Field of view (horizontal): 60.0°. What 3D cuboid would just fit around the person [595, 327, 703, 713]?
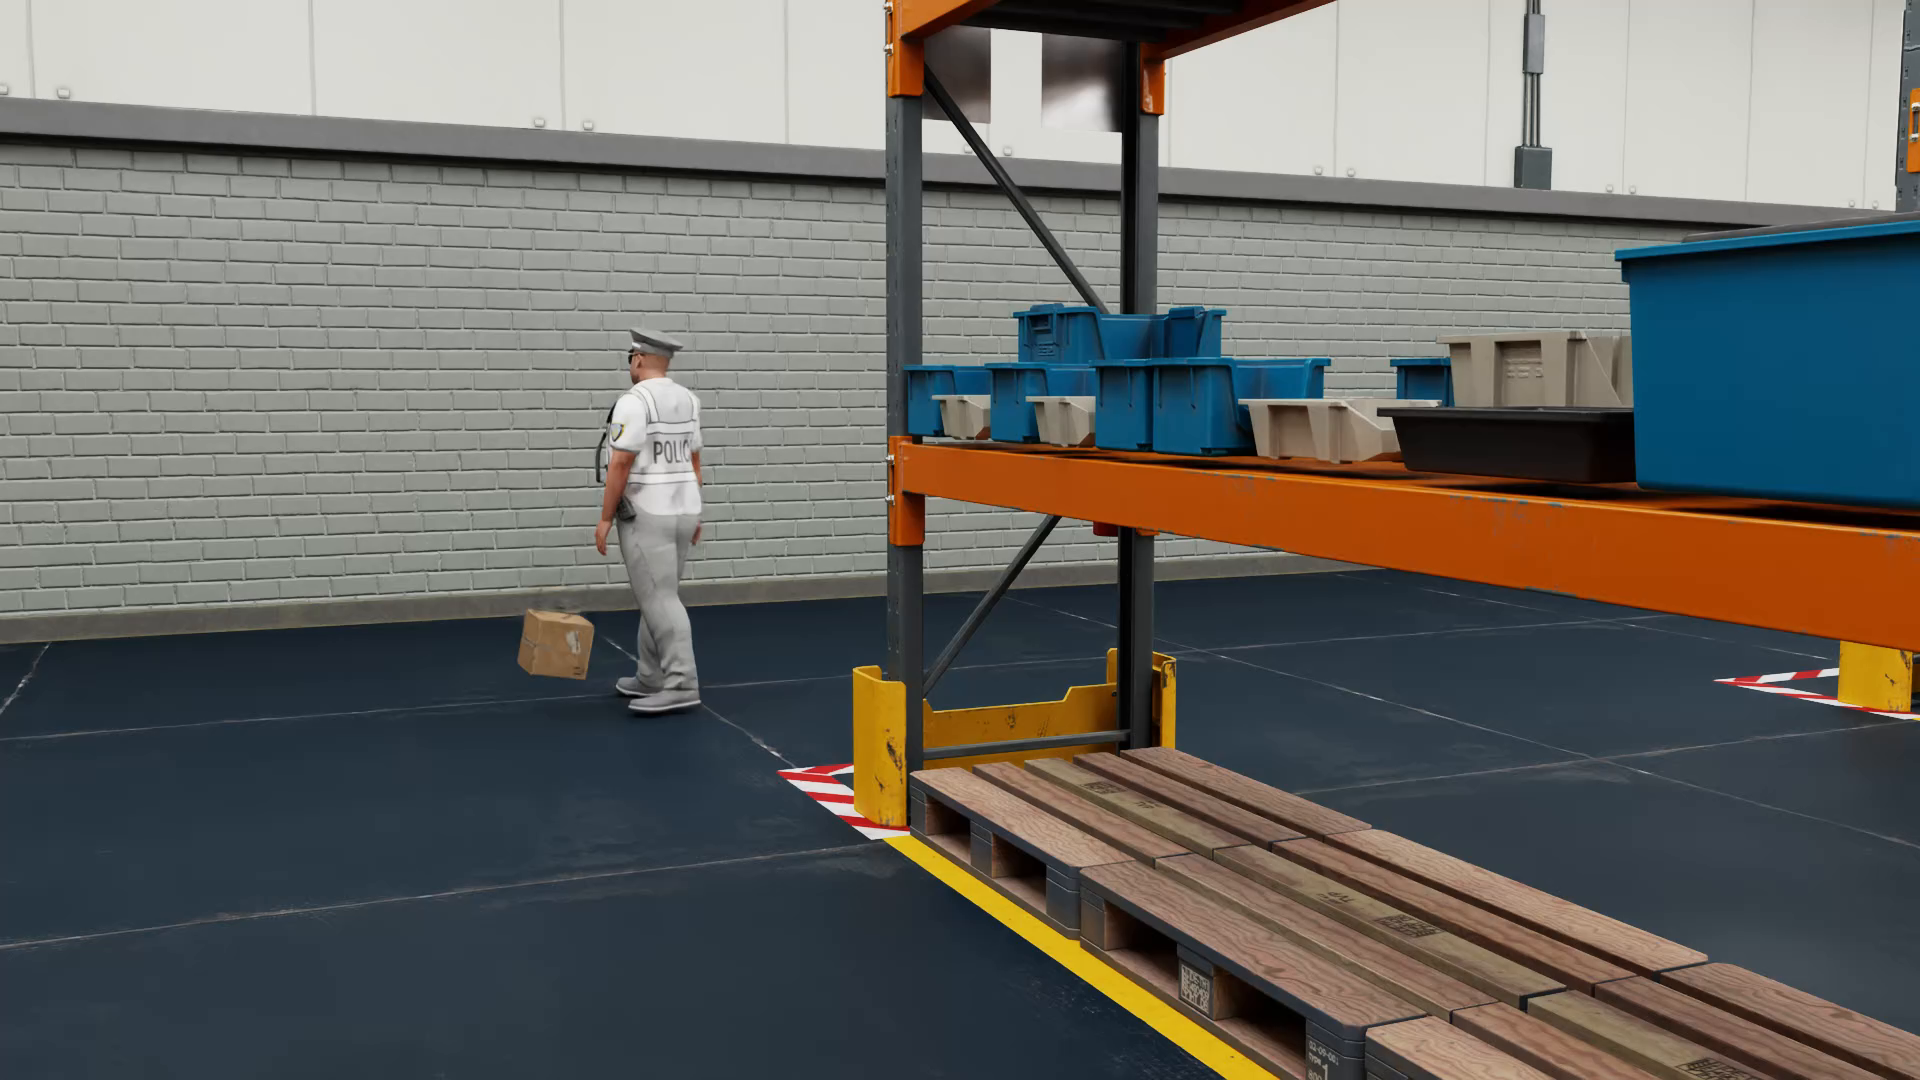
[{"bbox_3d":[-1.435,-0.111,7.764,0.653,1.754,0.671,2,6,25],"label":"person"}]
